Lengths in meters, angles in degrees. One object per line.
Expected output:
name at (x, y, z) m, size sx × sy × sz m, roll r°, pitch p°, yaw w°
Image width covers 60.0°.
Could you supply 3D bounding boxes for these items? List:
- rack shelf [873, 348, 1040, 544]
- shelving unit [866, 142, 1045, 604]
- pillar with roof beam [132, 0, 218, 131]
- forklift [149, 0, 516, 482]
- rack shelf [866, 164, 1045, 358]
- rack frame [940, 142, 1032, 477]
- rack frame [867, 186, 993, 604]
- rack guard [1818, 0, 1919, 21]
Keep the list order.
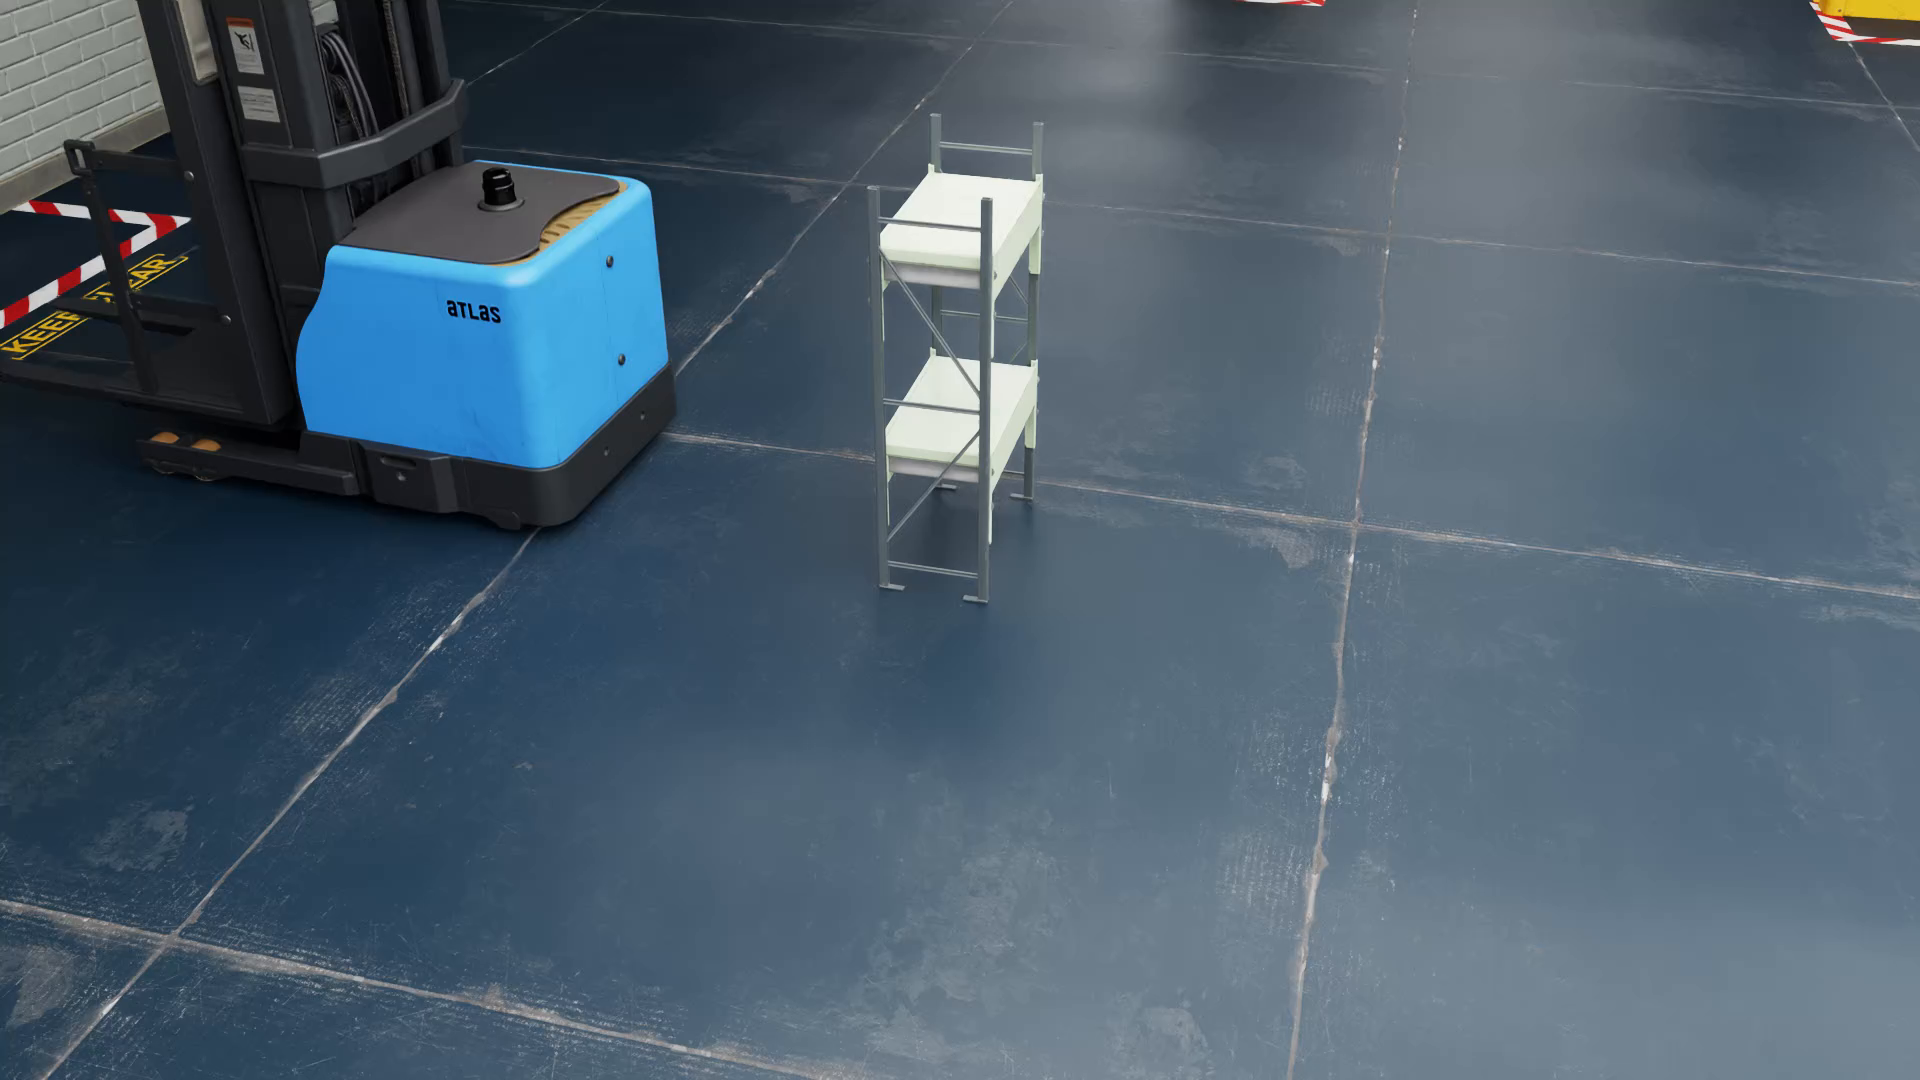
rack shelf at (-0.002, -0.354, 6.017) m, size 0.431 × 0.370 × 0.720 m, roll 8°, pitch 33°, yaw 12°
shelving unit at (-0.003, -0.628, 5.839) m, size 0.431 × 1.500 × 0.748 m, roll 8°, pitch 33°, yaw 12°
pillar with roof beam at (-0.514, -5.808, 6.998) m, size 9.100 × 9.000 × 0.400 m, roll 8°, pitch 33°, yaw 12°
forklift at (9.494, -2.701, 7.827) m, size 23.055 × 2.867 × 12.119 m, roll 10°, pitch 34°, yaw 15°
rack shelf at (-0.002, -0.959, 5.633) m, size 0.431 × 0.370 × 0.720 m, roll 8°, pitch 33°, yaw 12°
rack frame at (0.092, -0.819, 6.141) m, size 0.380 × 1.308 × 0.010 m, roll 8°, pitch 33°, yaw 12°
rack frame at (-0.095, -0.440, 5.543) m, size 0.400 × 1.500 × 0.023 m, roll 8°, pitch 33°, yaw 12°
rack guard at (7.060, -4.137, 12.291) m, size 1.175 × 0.500 × 0.348 m, roll 8°, pitch 33°, yaw 12°
